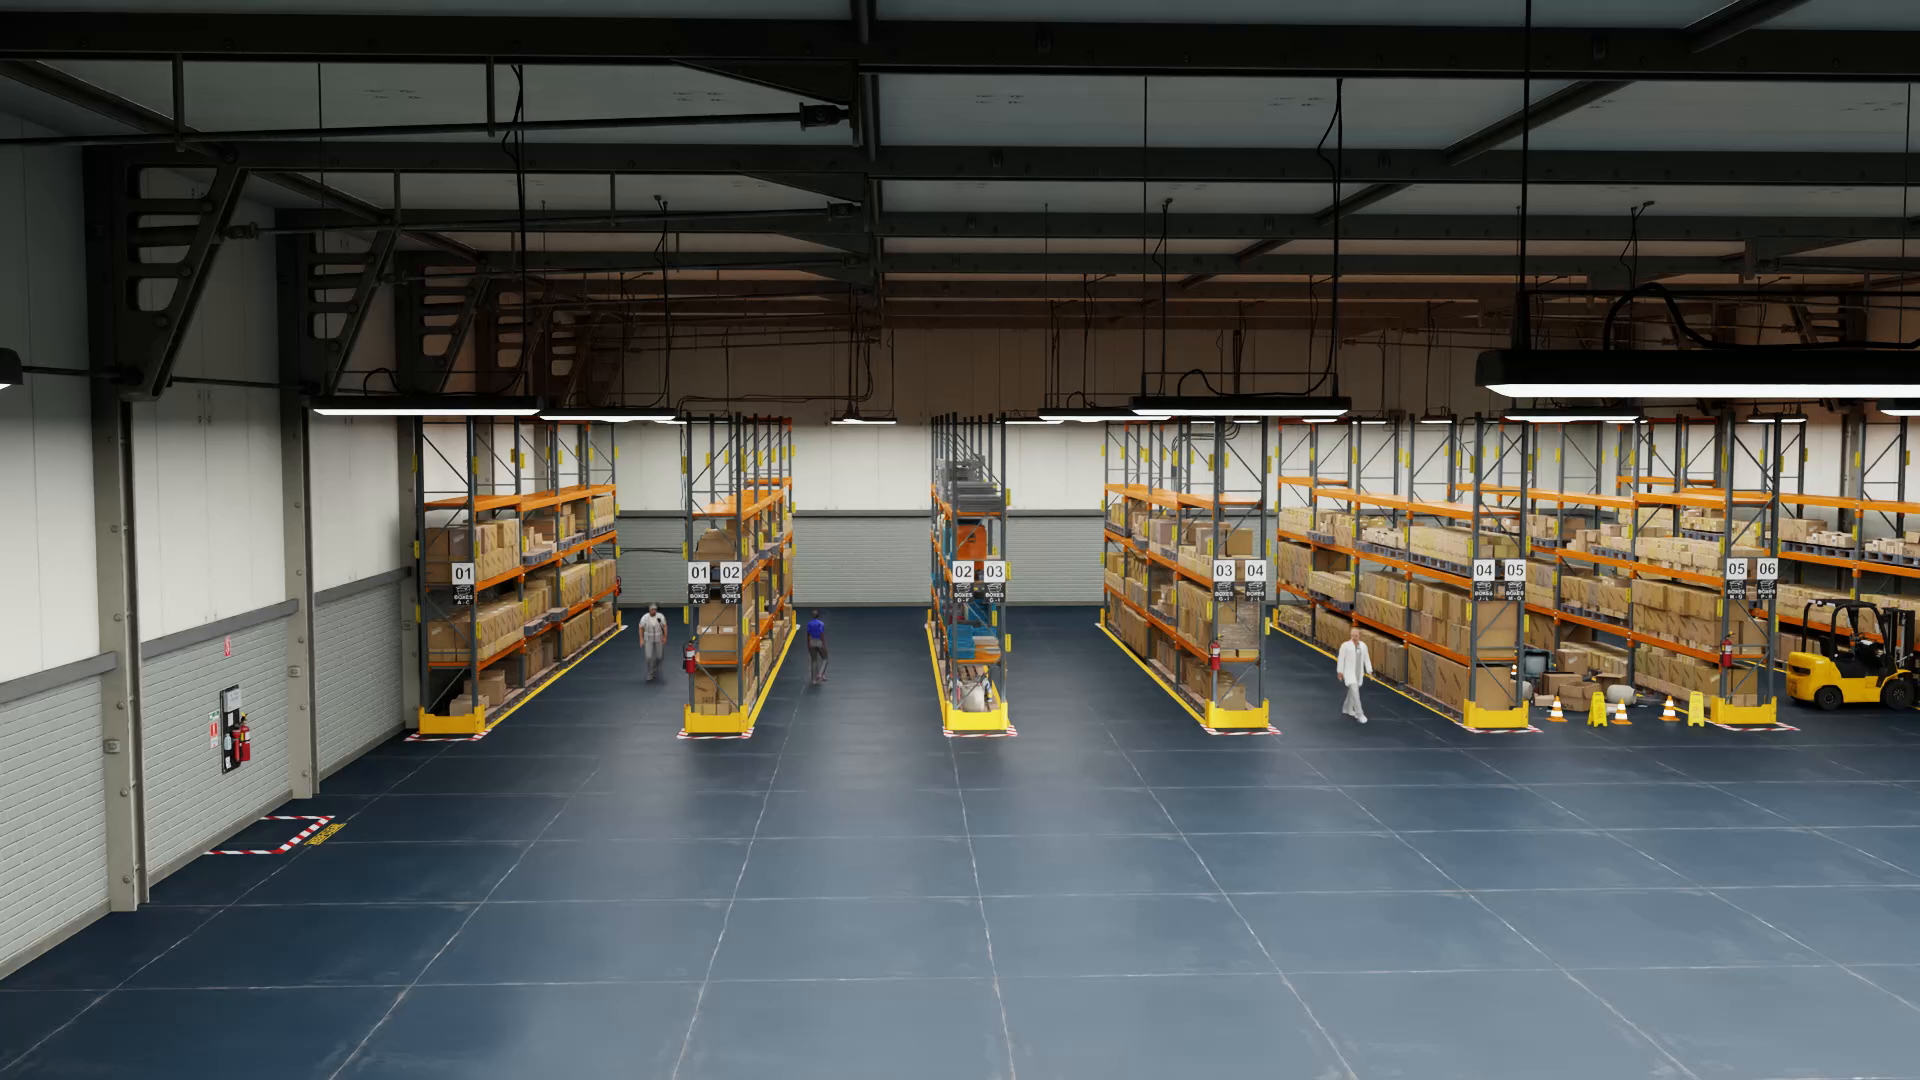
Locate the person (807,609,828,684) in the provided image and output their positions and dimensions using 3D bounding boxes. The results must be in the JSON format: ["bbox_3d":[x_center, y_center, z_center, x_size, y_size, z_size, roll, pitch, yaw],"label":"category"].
[{"bbox_3d":[-3.182,2.369,37.067,0.500,1.643,0.446,1,4,12],"label":"person"}]

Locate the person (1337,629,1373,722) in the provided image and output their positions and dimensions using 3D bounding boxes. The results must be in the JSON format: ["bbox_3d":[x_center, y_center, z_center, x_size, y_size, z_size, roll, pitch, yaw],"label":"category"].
[{"bbox_3d":[7.744,2.618,32.524,0.603,1.763,0.945,-1,4,-21],"label":"person"}]

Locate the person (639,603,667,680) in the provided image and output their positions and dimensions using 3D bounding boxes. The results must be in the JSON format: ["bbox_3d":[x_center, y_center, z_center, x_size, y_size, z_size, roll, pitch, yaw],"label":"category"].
[{"bbox_3d":[-7.012,2.281,37.961,0.635,1.745,0.620,-1,4,-15],"label":"person"}]
